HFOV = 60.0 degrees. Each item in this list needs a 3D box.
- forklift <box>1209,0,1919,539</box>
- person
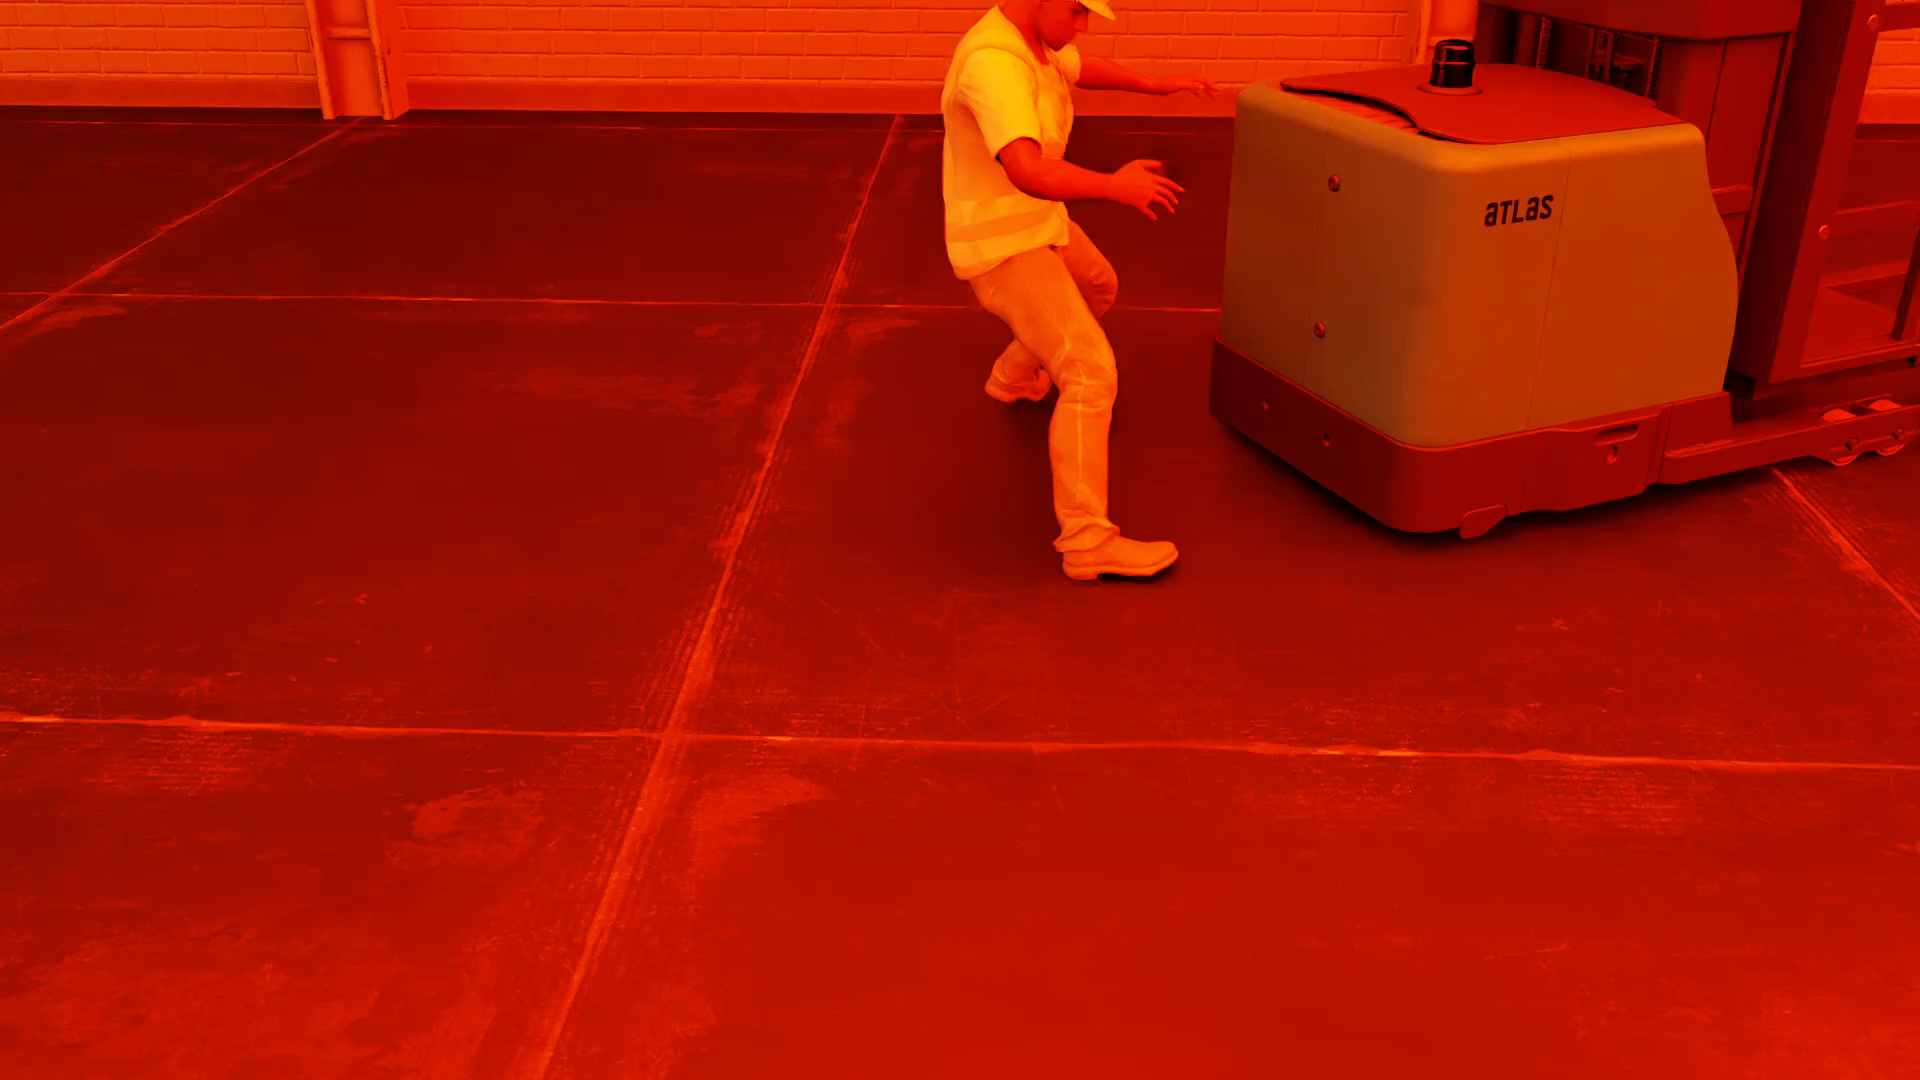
[{"bbox_3d":[2.339,-1.736,4.729,3.031,2.935,1.130,-11,28,-21],"label":"forklift"},{"bbox_3d":[0.330,-0.876,4.550,0.722,1.543,1.293,6,27,11],"label":"person"}]
